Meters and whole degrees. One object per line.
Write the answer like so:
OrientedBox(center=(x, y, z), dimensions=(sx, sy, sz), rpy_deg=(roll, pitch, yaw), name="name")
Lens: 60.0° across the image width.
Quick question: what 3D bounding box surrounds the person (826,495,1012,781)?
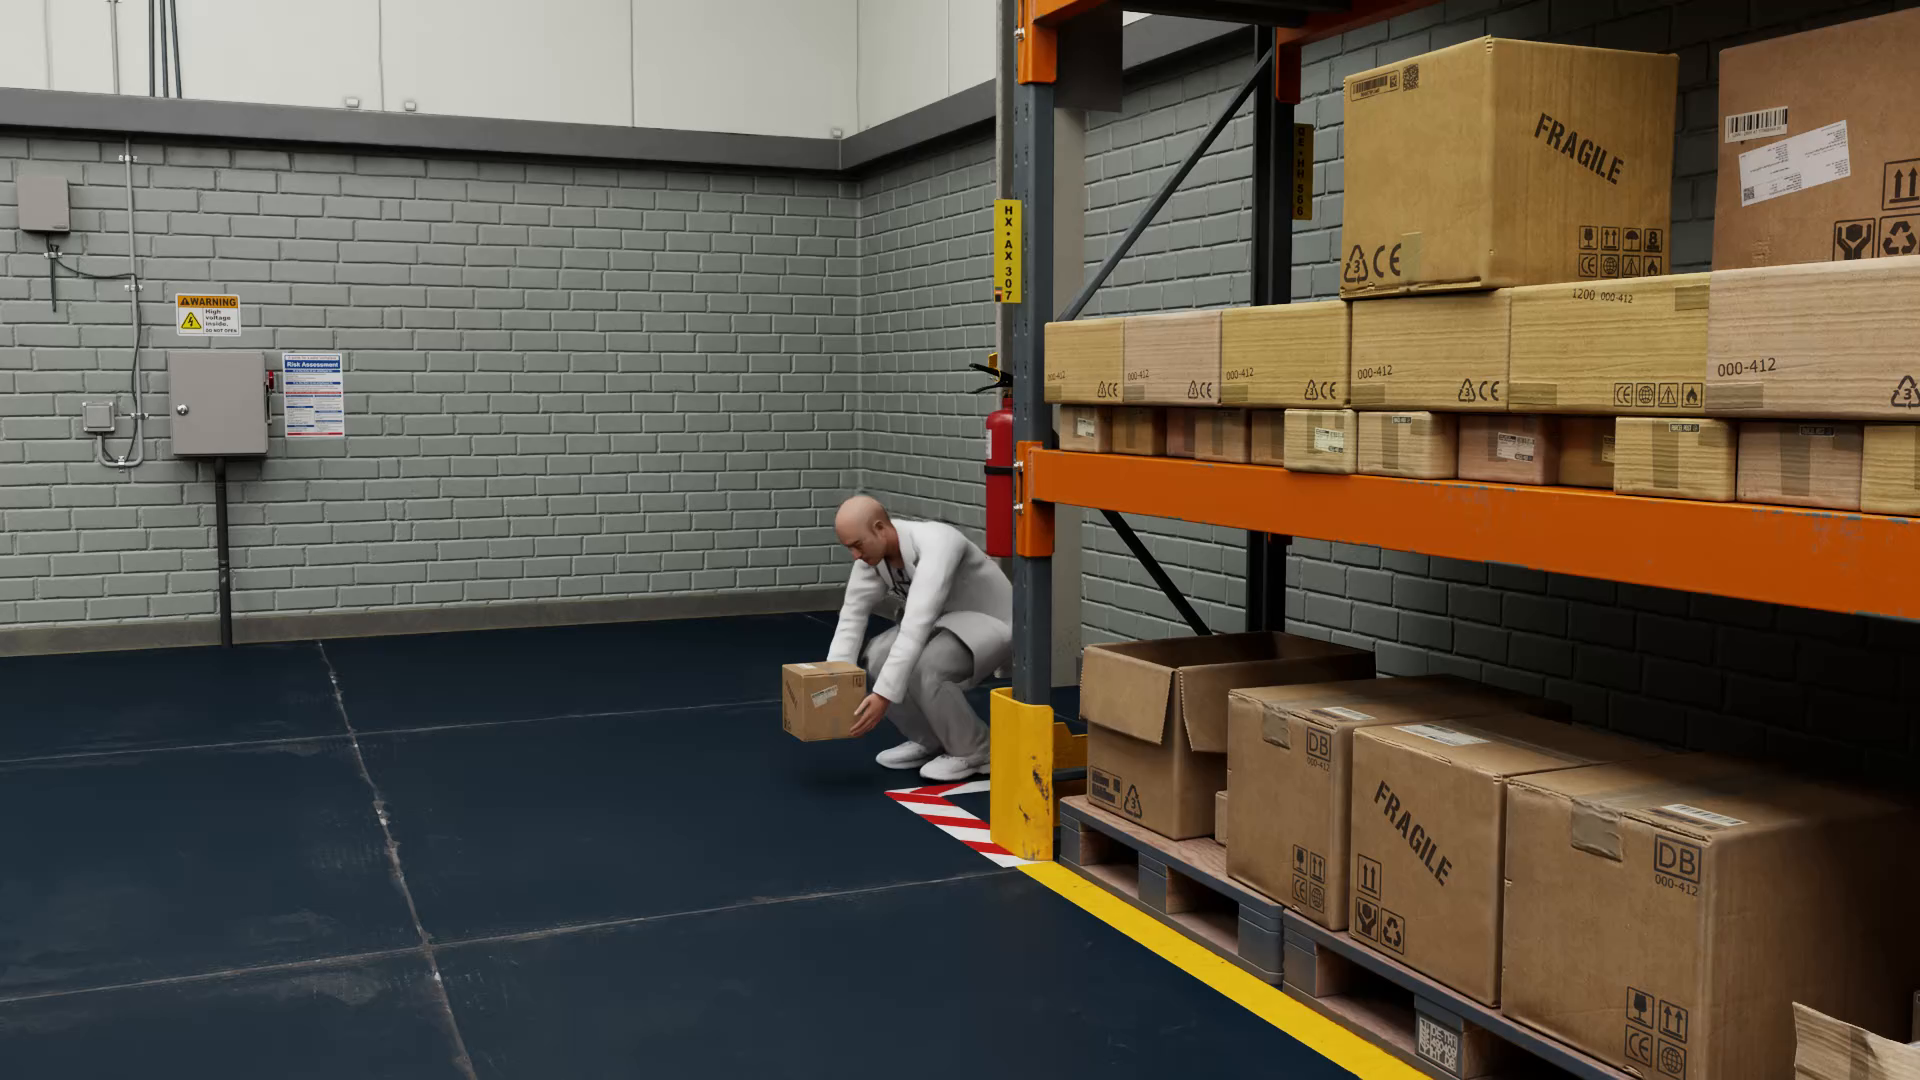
OrientedBox(center=(-0.133, 0.366, 6.421), dimensions=(0.871, 1.101, 0.611), rpy_deg=(-3, 6, -30), name="person")
